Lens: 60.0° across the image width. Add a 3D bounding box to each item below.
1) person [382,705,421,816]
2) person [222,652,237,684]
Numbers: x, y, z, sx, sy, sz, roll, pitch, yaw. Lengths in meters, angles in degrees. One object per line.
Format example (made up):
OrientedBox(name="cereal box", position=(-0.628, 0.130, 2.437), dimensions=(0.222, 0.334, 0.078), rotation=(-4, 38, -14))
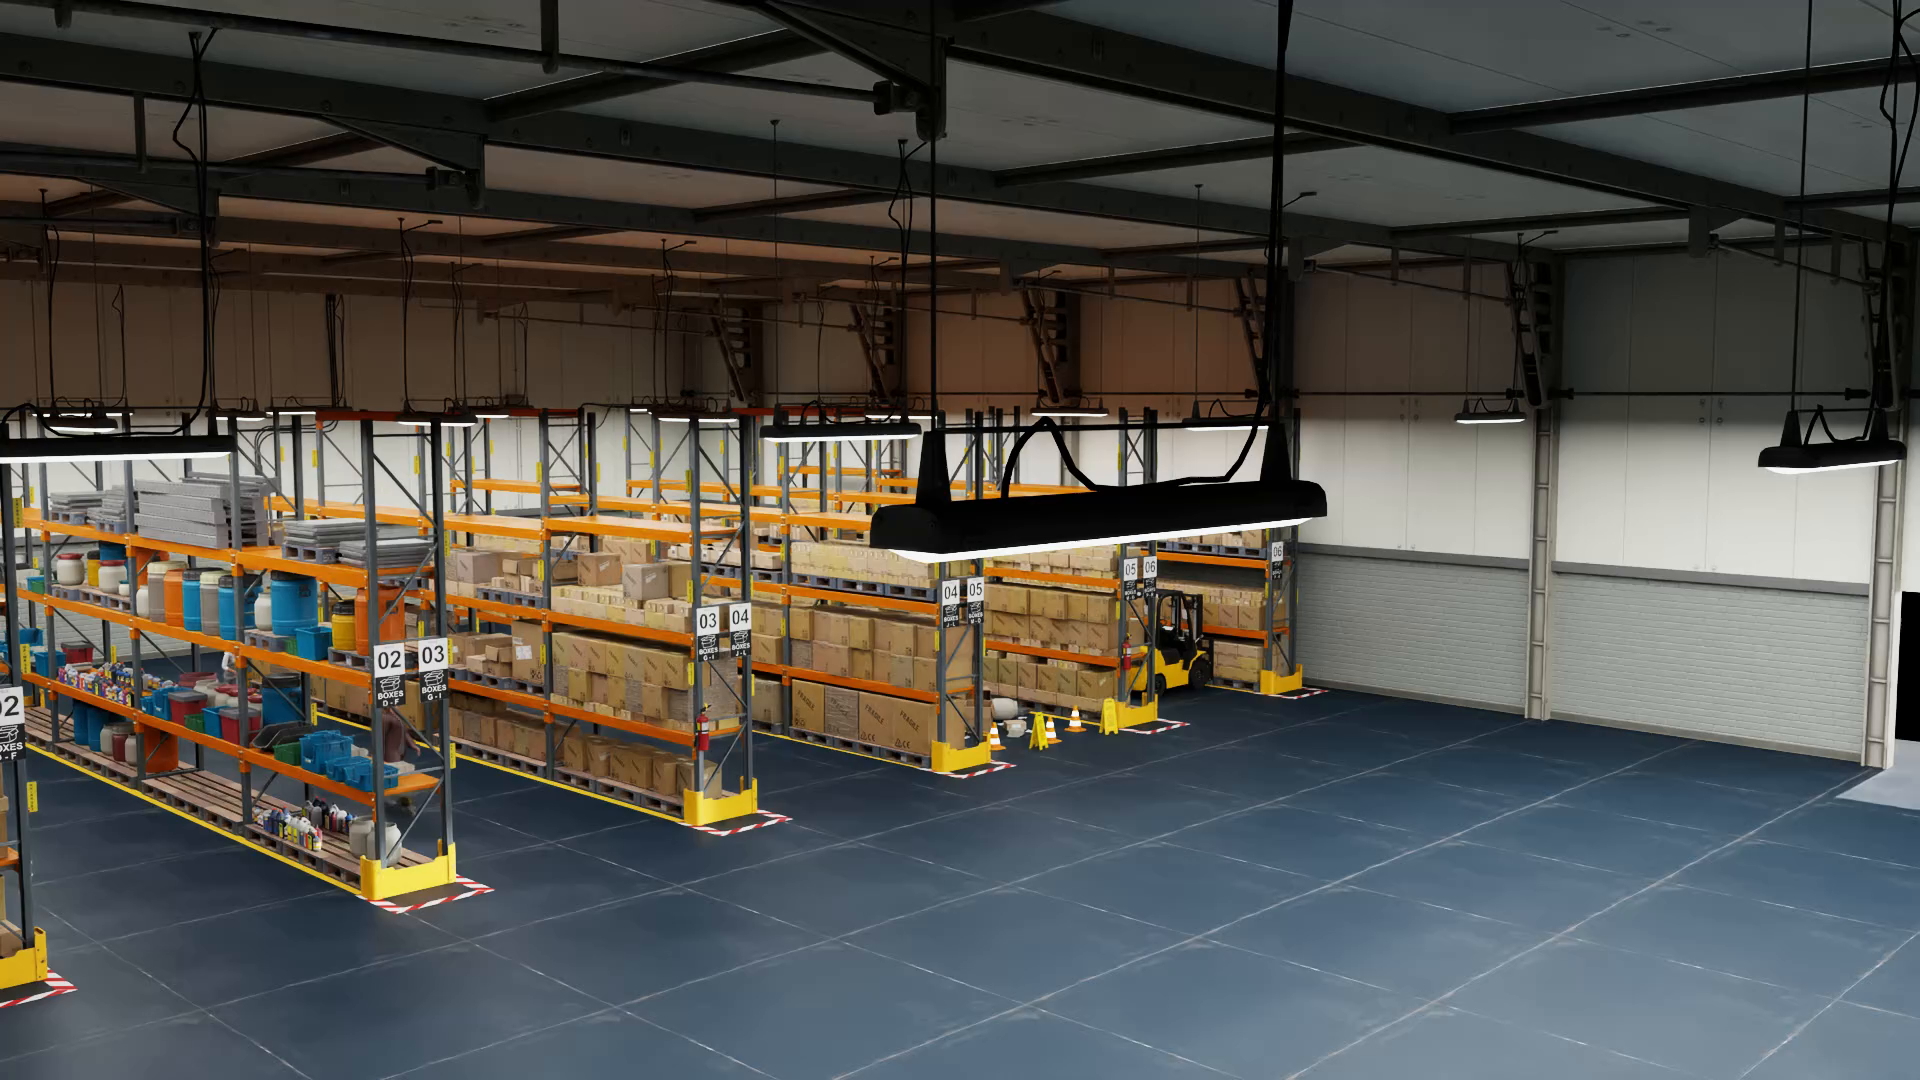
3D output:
OrientedBox(name="person", position=(-8.490, 3.272, 25.122), dimensions=(1.017, 1.670, 0.703), rotation=(2, 5, 20))
OrientedBox(name="person", position=(-14.256, 2.675, 32.603), dimensions=(0.489, 1.507, 0.782), rotation=(-4, 6, -37))
